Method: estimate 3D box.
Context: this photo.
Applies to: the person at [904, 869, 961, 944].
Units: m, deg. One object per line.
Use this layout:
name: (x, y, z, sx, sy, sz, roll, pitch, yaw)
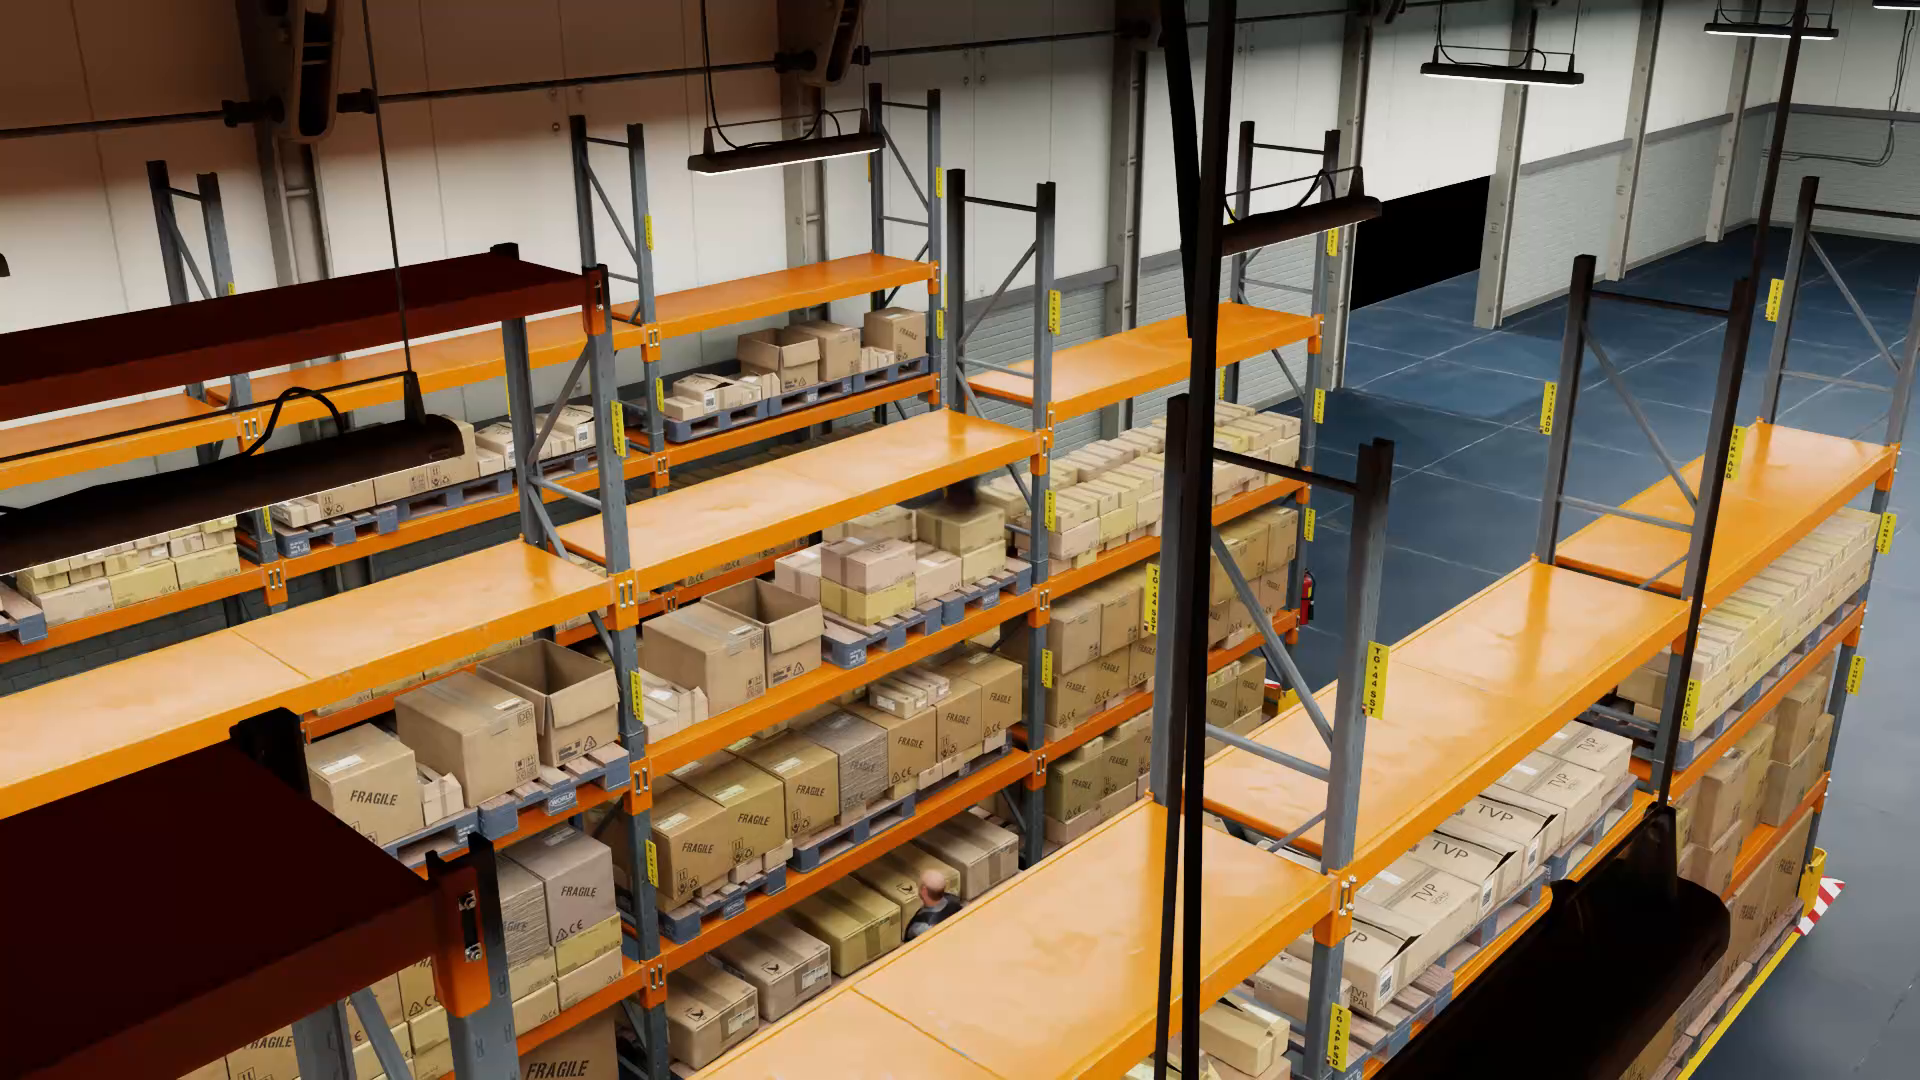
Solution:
person: (-0.183, 3.076, 11.688, 0.402, 1.734, 0.547, 10, 23, 24)
